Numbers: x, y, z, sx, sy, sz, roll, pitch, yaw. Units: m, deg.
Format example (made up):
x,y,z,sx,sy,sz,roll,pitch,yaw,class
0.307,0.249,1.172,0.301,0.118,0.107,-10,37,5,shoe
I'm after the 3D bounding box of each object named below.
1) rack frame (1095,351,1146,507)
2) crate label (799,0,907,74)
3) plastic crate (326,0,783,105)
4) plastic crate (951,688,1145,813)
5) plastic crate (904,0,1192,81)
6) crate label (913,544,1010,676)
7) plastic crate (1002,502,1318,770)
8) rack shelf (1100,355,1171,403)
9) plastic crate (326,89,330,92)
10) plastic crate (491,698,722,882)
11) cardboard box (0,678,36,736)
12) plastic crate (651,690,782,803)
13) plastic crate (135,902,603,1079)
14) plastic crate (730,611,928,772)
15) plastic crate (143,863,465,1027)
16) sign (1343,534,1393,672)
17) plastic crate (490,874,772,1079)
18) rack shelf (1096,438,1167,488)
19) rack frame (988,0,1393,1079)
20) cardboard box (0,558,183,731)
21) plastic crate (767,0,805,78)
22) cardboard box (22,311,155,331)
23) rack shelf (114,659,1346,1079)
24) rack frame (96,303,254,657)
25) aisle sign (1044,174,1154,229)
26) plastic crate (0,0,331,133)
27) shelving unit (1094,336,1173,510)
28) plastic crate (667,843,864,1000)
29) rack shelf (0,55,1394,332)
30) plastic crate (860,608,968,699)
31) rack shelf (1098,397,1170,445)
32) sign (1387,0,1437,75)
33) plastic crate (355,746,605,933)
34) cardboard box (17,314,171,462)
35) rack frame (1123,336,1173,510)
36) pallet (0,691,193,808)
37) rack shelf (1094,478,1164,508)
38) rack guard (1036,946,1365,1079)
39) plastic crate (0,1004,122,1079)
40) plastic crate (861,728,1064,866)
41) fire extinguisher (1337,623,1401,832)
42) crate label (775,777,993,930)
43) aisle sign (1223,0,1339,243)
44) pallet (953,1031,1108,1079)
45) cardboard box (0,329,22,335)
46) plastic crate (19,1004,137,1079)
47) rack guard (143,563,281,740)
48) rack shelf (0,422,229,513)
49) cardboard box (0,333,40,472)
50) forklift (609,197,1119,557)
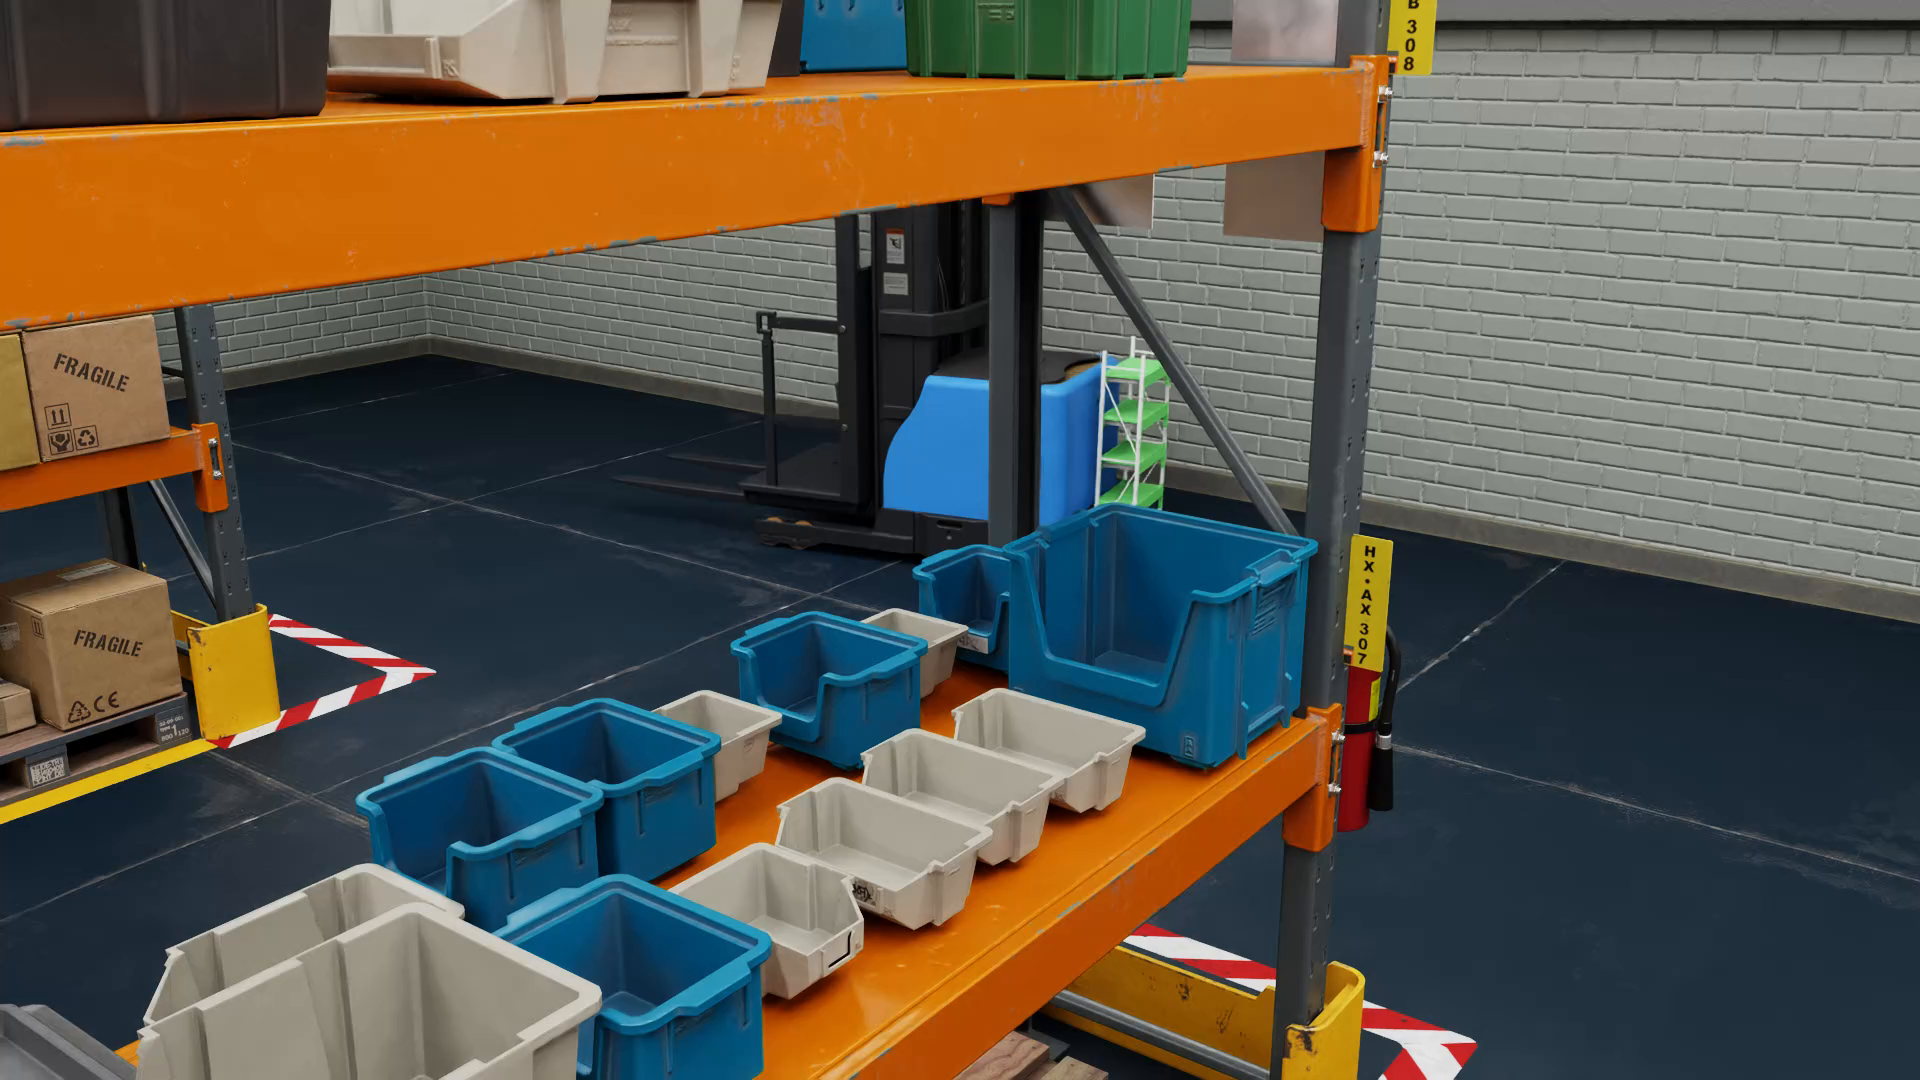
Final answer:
x,y,z,sx,sy,sz,roll,pitch,yaw,class
0.865,-0.430,9.094,0.240,1.200,0.015,9,19,22,rack frame
-0.298,-1.064,3.306,0.408,0.251,0.502,12,21,35,crate label
-0.521,-0.636,2.121,0.437,0.136,0.530,12,21,35,plastic crate
0.170,0.458,3.555,0.396,0.136,0.243,12,21,35,plastic crate
0.153,-0.912,2.921,0.450,0.188,0.336,12,21,35,plastic crate
0.099,0.186,4.267,0.416,0.233,0.303,12,21,35,crate label
0.461,0.202,3.876,0.616,0.435,0.499,12,21,35,plastic crate
0.975,-0.892,9.179,0.258,0.148,0.480,9,19,22,rack shelf
-1.057,-0.768,2.302,0.437,0.282,0.530,12,21,35,plastic crate
-0.685,0.500,3.257,0.416,0.233,0.300,12,21,35,plastic crate
-3.905,0.655,6.613,0.380,0.166,0.250,12,21,35,cardboard box
-0.562,0.456,3.562,0.250,0.136,0.298,12,21,35,plastic crate
-0.815,0.784,2.260,0.437,0.282,0.530,12,21,35,plastic crate
-0.293,0.343,3.762,0.416,0.233,0.300,12,21,35,plastic crate
-1.076,0.717,2.722,0.293,0.136,0.466,12,21,35,plastic crate
0.962,0.150,3.928,0.100,0.325,0.005,12,21,35,sign
-0.507,0.720,2.548,0.416,0.233,0.300,12,21,35,plastic crate
0.963,-0.436,9.327,0.258,0.148,0.480,9,19,22,rack shelf
0.511,0.134,4.253,1.000,3.000,0.127,12,21,35,rack frame
-3.591,0.415,6.823,0.500,0.500,0.500,12,21,35,cardboard box
-0.620,-0.953,2.802,0.504,0.338,0.767,12,21,35,plastic crate
-3.509,-1.112,6.414,0.500,0.500,0.500,12,21,34,cardboard box
-0.681,0.954,2.826,1.077,0.370,4.000,12,21,35,rack shelf
-3.465,-0.742,7.075,1.000,3.000,0.127,12,21,35,rack frame
0.315,-1.177,4.092,0.394,0.787,0.004,12,21,35,aisle sign
-0.912,-0.530,1.556,0.497,0.269,0.590,12,21,35,plastic crate
0.965,-0.496,9.307,0.258,1.200,0.503,9,19,22,shelving unit
-0.322,0.669,2.876,0.298,0.136,0.250,12,21,35,plastic crate
-0.681,-0.478,2.381,1.077,0.370,4.000,12,21,35,rack shelf
-0.158,0.294,4.082,0.250,0.136,0.298,12,21,35,plastic crate
0.969,-0.664,9.253,0.258,0.148,0.480,9,19,22,rack shelf
0.962,-1.155,3.523,0.100,0.325,0.005,12,21,35,sign
-0.864,0.571,3.027,0.416,0.233,0.300,12,21,35,plastic crate
-3.513,-0.635,6.561,0.500,0.500,0.500,13,22,36,cardboard box
1.064,-0.563,9.520,0.240,1.200,0.015,9,19,22,rack frame
-3.984,0.798,6.818,1.003,0.211,1.213,12,21,35,pallet
0.957,-0.207,9.401,0.258,0.148,0.480,9,19,22,rack shelf
0.515,1.320,4.650,1.175,0.500,0.348,12,21,35,rack guard
-1.139,0.860,1.709,0.402,0.464,0.583,12,21,35,plastic crate
-0.014,0.524,3.341,0.396,0.136,0.243,12,21,35,plastic crate
0.966,0.394,4.177,0.296,0.674,0.183,12,21,35,fire extinguisher
-0.160,0.595,3.113,0.396,0.136,0.243,12,21,35,crate label
0.789,-1.072,3.756,0.394,0.787,0.004,12,21,35,aisle sign
-0.012,1.656,4.056,1.003,0.211,1.213,12,21,35,pallet
-3.810,-0.992,6.026,0.500,0.500,0.500,13,22,36,cardboard box
-1.421,0.876,2.228,0.437,0.125,0.590,12,21,35,plastic crate
-3.510,0.470,7.387,1.175,0.500,0.348,12,21,35,rack guard
-4.657,0.078,5.647,1.077,0.370,4.000,12,21,35,rack shelf
-3.819,-0.511,6.161,0.500,0.500,0.500,13,21,35,cardboard box
-0.636,-1.476,9.555,3.031,2.935,1.130,7,19,23,forklift
